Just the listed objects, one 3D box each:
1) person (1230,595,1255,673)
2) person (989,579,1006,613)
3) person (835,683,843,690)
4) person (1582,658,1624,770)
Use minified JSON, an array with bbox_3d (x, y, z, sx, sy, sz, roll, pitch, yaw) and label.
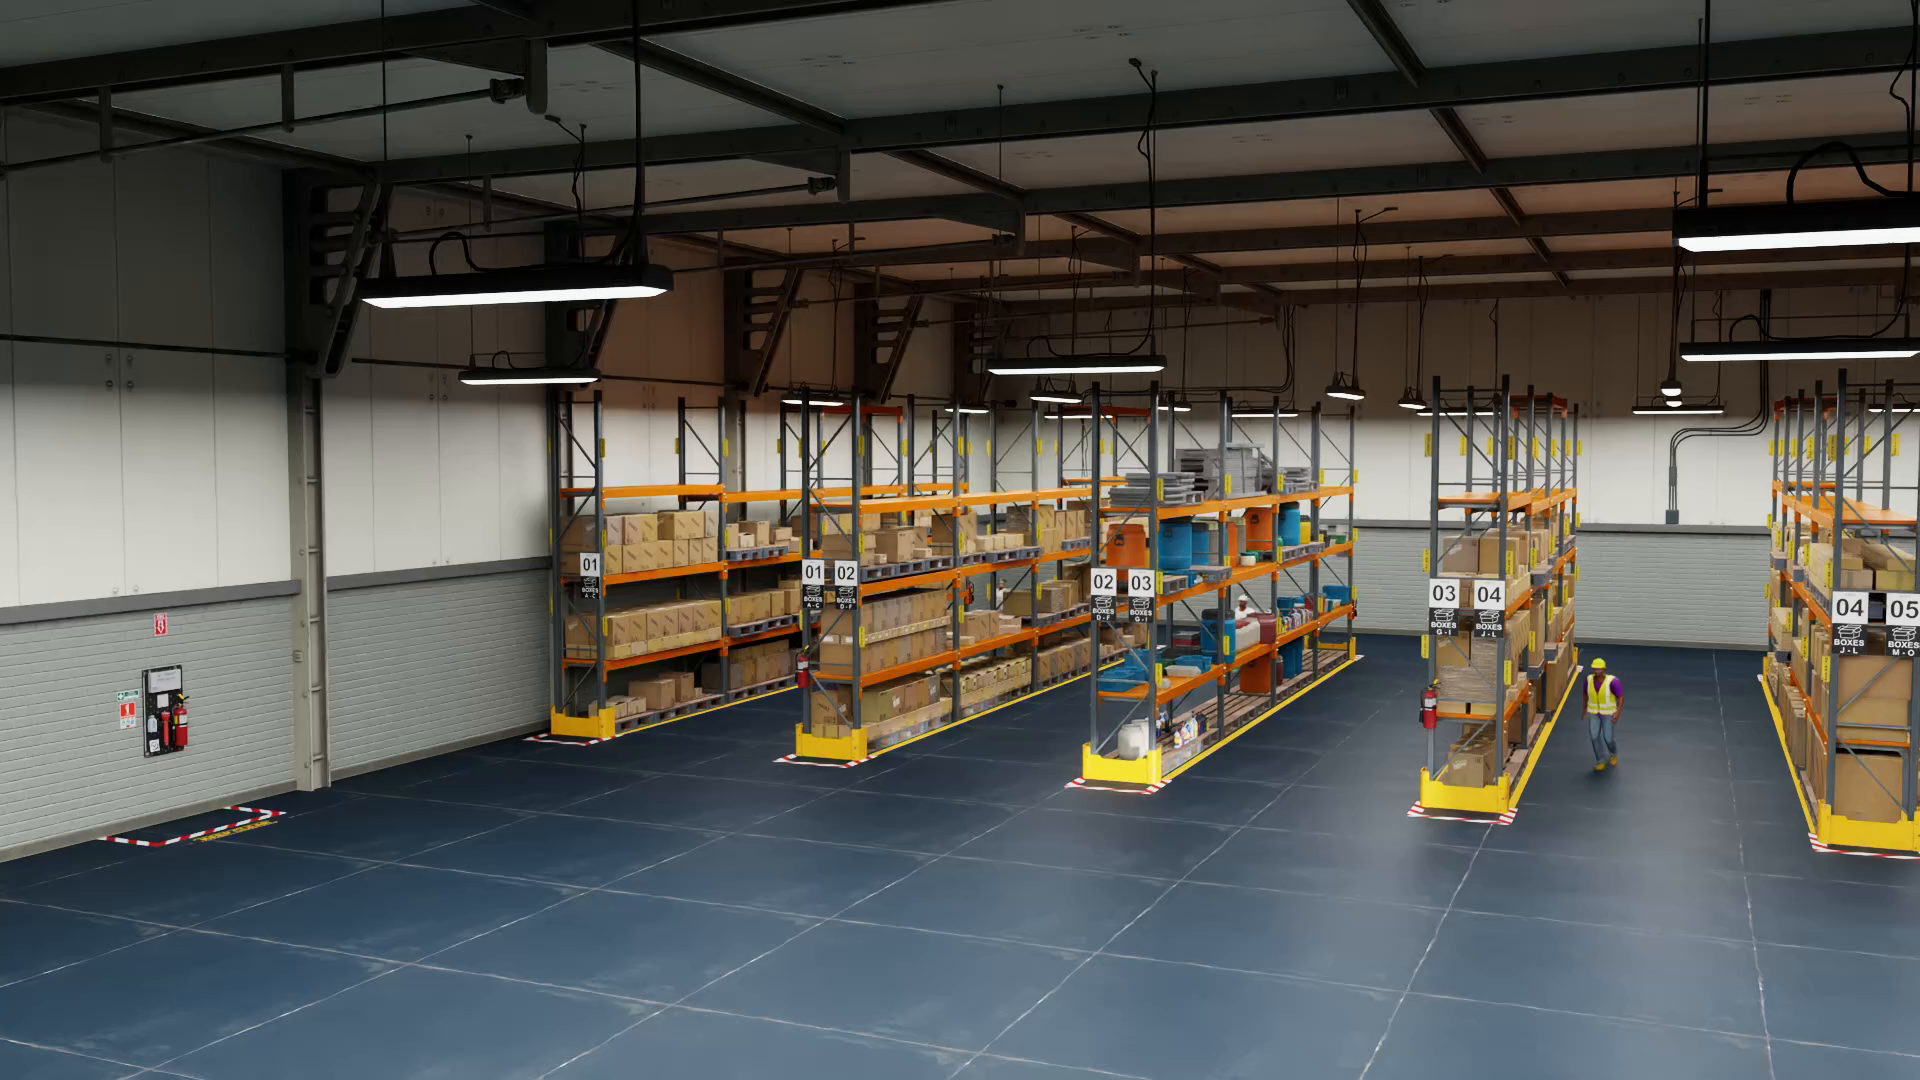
[{"bbox_3d":[6.240,2.081,36.980,1.050,1.712,0.600,-3,4,-41],"label":"person"},{"bbox_3d":[1.032,1.800,42.975,0.520,1.625,1.032,1,3,20],"label":"person"},{"bbox_3d":[-2.310,2.338,33.331,0.516,1.638,0.536,2,4,36],"label":"person"},{"bbox_3d":[10.041,2.703,25.950,0.636,1.739,0.669,3,4,38],"label":"person"}]
